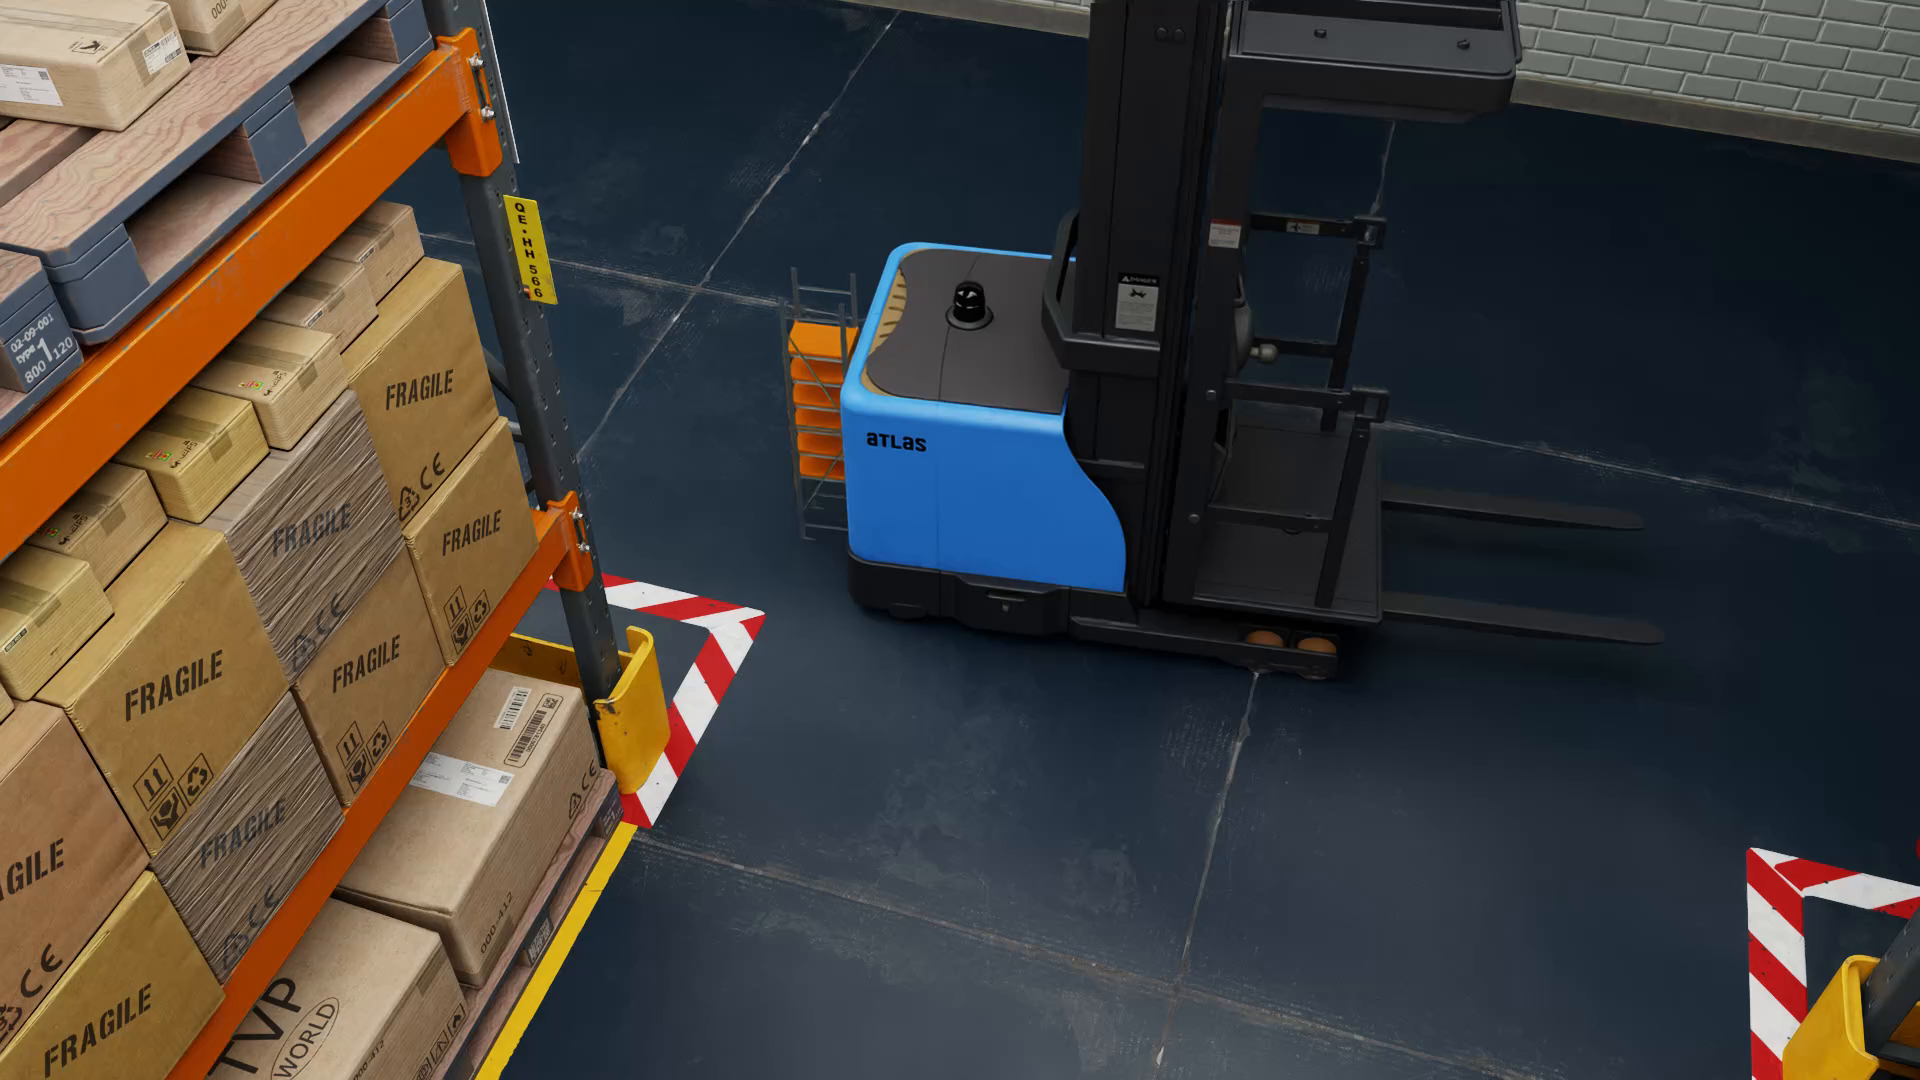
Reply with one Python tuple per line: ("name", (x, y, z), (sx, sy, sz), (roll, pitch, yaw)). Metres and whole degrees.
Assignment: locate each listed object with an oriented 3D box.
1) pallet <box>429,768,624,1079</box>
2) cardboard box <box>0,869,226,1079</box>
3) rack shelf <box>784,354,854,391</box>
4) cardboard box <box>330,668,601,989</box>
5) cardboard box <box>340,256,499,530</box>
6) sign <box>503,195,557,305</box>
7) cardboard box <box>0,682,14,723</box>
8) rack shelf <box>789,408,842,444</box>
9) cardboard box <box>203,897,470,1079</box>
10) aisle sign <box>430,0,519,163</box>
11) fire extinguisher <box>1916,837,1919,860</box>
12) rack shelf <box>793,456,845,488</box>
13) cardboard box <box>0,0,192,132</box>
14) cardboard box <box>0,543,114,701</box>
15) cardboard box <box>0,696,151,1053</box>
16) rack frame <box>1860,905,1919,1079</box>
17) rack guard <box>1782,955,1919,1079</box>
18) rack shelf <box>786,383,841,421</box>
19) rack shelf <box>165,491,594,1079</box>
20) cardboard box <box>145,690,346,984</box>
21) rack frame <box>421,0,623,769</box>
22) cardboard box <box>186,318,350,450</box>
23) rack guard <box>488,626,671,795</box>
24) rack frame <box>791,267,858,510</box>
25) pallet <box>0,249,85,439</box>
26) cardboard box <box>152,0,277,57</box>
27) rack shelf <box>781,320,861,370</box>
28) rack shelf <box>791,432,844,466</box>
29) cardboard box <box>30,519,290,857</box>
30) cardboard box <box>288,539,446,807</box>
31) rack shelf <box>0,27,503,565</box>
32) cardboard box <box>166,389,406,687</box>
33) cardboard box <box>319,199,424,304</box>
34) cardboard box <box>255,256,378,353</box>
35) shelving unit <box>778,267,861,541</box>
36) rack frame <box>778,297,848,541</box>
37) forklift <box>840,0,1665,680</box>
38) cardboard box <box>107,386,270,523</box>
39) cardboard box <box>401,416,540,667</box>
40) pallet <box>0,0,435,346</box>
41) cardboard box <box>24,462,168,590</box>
("pallet", (-1.815, 1.158, 5.415), (1.003, 0.211, 1.213), (13, 46, 13))
("cardboard box", (-1.998, 0.977, 3.535), (0.500, 0.500, 0.500), (14, 46, 14))
("rack shelf", (-0.512, -0.624, 6.250), (0.258, 0.103, 0.180), (7, 45, 7))
("cardboard box", (-1.752, 0.839, 5.280), (0.875, 0.438, 0.875), (11, 45, 11))
("cardboard box", (-1.567, -0.409, 4.237), (0.500, 0.500, 0.500), (14, 46, 14))
("sign", (-1.135, -0.762, 4.387), (0.100, 0.325, 0.005), (13, 46, 13))
("cardboard box", (-1.997, 0.302, 3.047), (0.380, 0.149, 0.250), (14, 46, 14))
("rack shelf", (-0.512, -0.452, 6.417), (0.258, 0.103, 0.180), (7, 45, 7))
("cardboard box", (-2.021, 1.451, 4.655), (0.875, 0.438, 0.875), (14, 46, 14))
("aisle sign", (-1.330, -1.299, 4.074), (0.394, 0.787, 0.004), (13, 46, 13))
("fire extinguisher", (2.688, 0.626, 4.288), (0.296, 0.674, 0.183), (13, 46, 13))
("rack shelf", (-0.512, -0.280, 6.585), (0.258, 0.103, 0.180), (7, 45, 7))
("cardboard box", (-1.749, -0.941, 3.230), (0.380, 0.149, 0.250), (9, 45, 9))
("cardboard box", (-1.900, 0.131, 3.221), (0.380, 0.149, 0.250), (14, 46, 13))
("cardboard box", (-2.004, 0.609, 3.196), (0.500, 0.500, 0.500), (12, 46, 12))
("rack frame", (3.084, 0.661, 3.930), (1.000, 3.000, 0.127), (13, 46, 13))
("rack guard", (3.061, 1.605, 4.752), (1.175, 0.500, 0.348), (13, 46, 13))
("rack shelf", (-0.512, -0.538, 6.333), (0.258, 0.103, 0.180), (7, 45, 7))
("rack shelf", (-2.253, 1.202, 3.891), (1.077, 0.370, 4.000), (13, 46, 13))
("cardboard box", (-1.854, 0.630, 3.890), (0.500, 0.500, 0.500), (14, 46, 14))
("rack frame", (-1.648, -0.388, 5.002), (1.000, 3.000, 0.127), (13, 46, 13))
("cardboard box", (-1.617, -0.367, 3.730), (0.380, 0.149, 0.250), (12, 46, 12))
("rack guard", (-1.640, 0.489, 5.892), (1.175, 0.500, 0.348), (13, 46, 13))
("rack frame", (-0.496, -0.547, 6.451), (0.240, 1.200, 0.006), (7, 45, 7))
("pallet", (-2.230, -0.116, 2.642), (1.003, 0.211, 1.213), (13, 46, 13))
("cardboard box", (-1.698, -1.273, 3.497), (0.500, 0.250, 0.500), (9, 45, 9))
("rack shelf", (-0.512, -0.709, 6.166), (0.258, 0.103, 0.180), (7, 45, 7))
("rack shelf", (-0.512, -0.366, 6.501), (0.258, 0.103, 0.180), (7, 45, 7))
("cardboard box", (-1.850, 0.274, 3.539), (0.500, 0.500, 0.500), (12, 46, 12))
("cardboard box", (-1.708, 0.285, 4.242), (0.500, 0.500, 0.500), (12, 46, 12))
("rack shelf", (-2.253, 0.130, 2.842), (1.077, 0.370, 4.000), (13, 46, 13))
("cardboard box", (-1.697, -0.055, 3.875), (0.500, 0.500, 0.500), (13, 46, 13))
("cardboard box", (-1.566, -0.731, 4.102), (0.380, 0.149, 0.250), (13, 46, 13))
("cardboard box", (-1.620, -0.557, 3.924), (0.380, 0.149, 0.250), (13, 46, 13))
("shelving unit", (-0.512, -0.484, 6.386), (0.258, 1.200, 0.189), (7, 45, 7))
("rack frame", (-0.528, -0.421, 6.322), (0.240, 1.200, 0.006), (7, 45, 7))
("forklift", (1.133, -0.929, 5.604), (3.031, 2.935, 1.130), (7, 45, 7))
("cardboard box", (-1.733, -0.208, 3.568), (0.380, 0.149, 0.250), (14, 46, 13))
("cardboard box", (-1.542, -0.046, 4.581), (0.500, 0.500, 0.500), (13, 46, 13))
("pallet", (-1.862, -0.932, 3.476), (1.003, 0.211, 1.213), (13, 46, 13))
("cardboard box", (-1.880, -0.049, 3.405), (0.380, 0.149, 0.250), (12, 46, 12))
